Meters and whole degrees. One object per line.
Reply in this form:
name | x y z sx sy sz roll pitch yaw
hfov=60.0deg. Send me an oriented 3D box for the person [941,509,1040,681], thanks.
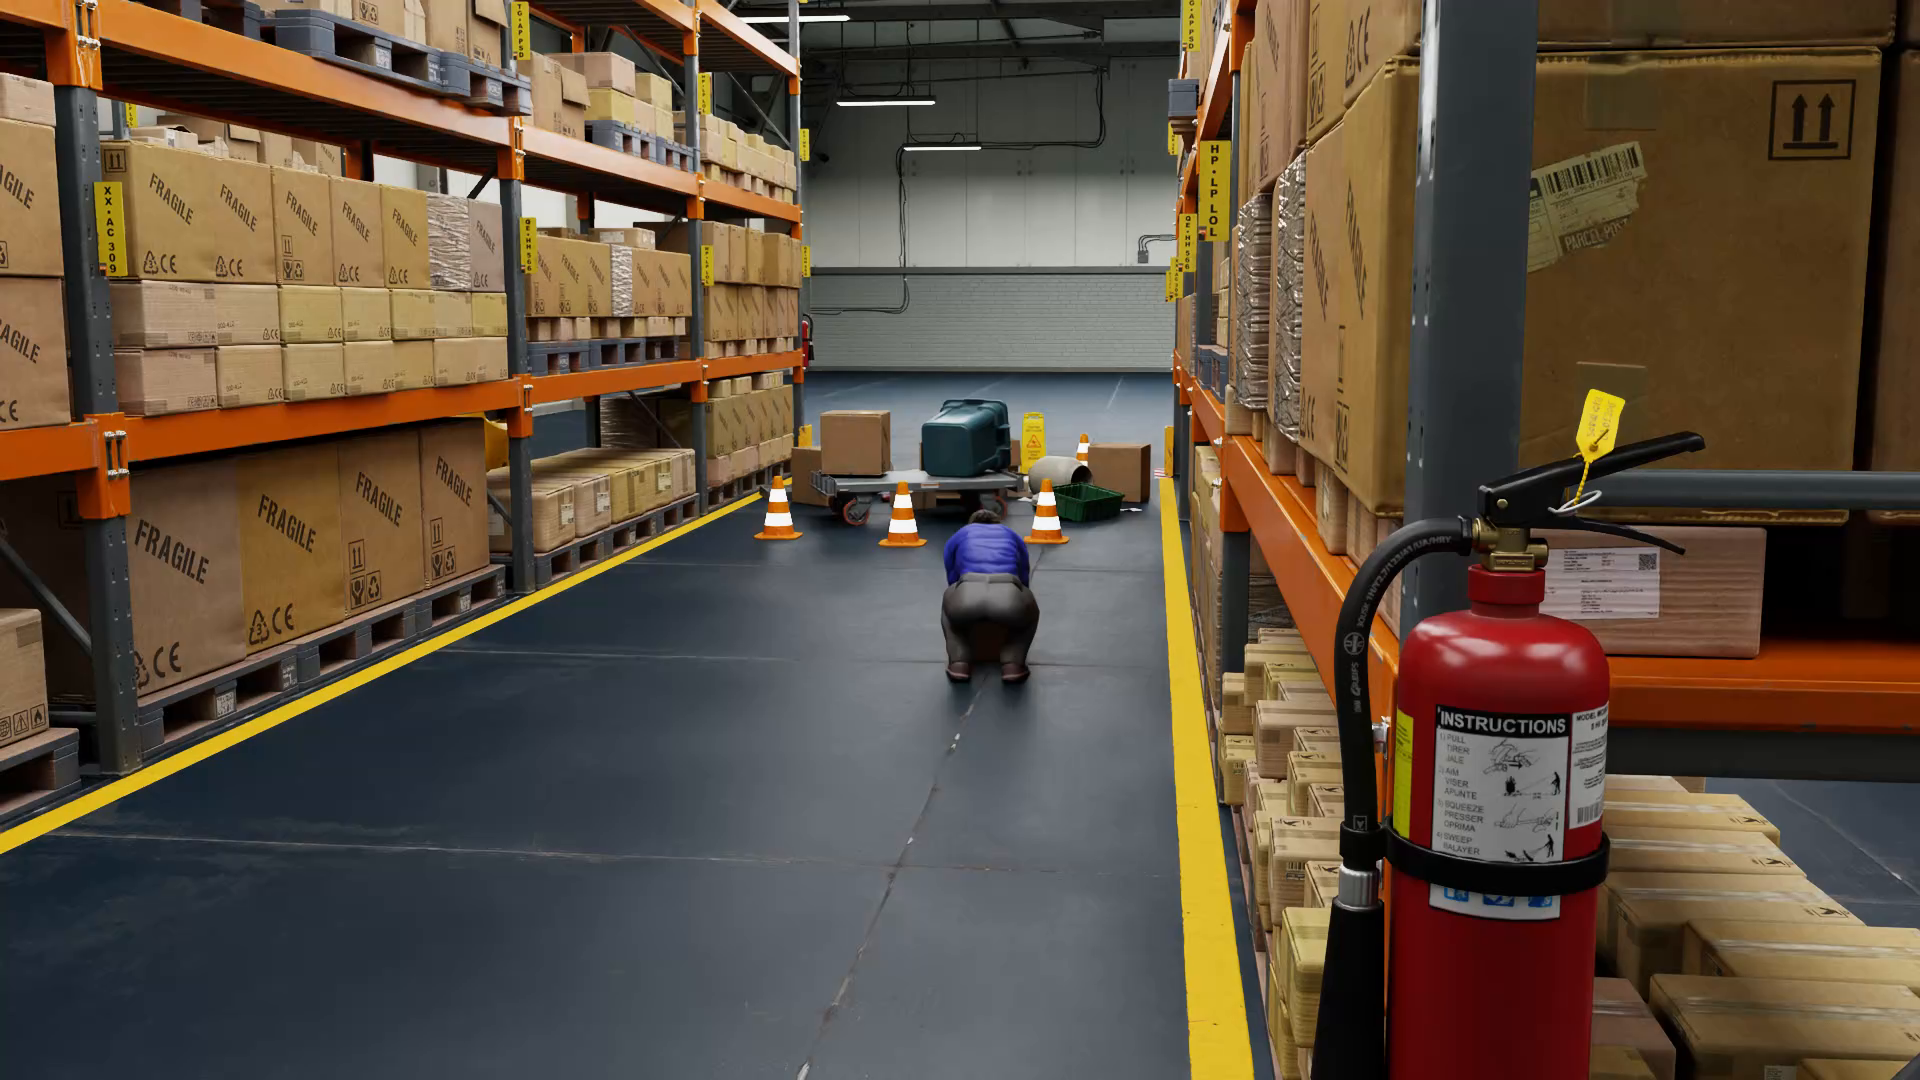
person | 0.137 0.288 7.875 0.474 0.817 0.830 1 8 6
